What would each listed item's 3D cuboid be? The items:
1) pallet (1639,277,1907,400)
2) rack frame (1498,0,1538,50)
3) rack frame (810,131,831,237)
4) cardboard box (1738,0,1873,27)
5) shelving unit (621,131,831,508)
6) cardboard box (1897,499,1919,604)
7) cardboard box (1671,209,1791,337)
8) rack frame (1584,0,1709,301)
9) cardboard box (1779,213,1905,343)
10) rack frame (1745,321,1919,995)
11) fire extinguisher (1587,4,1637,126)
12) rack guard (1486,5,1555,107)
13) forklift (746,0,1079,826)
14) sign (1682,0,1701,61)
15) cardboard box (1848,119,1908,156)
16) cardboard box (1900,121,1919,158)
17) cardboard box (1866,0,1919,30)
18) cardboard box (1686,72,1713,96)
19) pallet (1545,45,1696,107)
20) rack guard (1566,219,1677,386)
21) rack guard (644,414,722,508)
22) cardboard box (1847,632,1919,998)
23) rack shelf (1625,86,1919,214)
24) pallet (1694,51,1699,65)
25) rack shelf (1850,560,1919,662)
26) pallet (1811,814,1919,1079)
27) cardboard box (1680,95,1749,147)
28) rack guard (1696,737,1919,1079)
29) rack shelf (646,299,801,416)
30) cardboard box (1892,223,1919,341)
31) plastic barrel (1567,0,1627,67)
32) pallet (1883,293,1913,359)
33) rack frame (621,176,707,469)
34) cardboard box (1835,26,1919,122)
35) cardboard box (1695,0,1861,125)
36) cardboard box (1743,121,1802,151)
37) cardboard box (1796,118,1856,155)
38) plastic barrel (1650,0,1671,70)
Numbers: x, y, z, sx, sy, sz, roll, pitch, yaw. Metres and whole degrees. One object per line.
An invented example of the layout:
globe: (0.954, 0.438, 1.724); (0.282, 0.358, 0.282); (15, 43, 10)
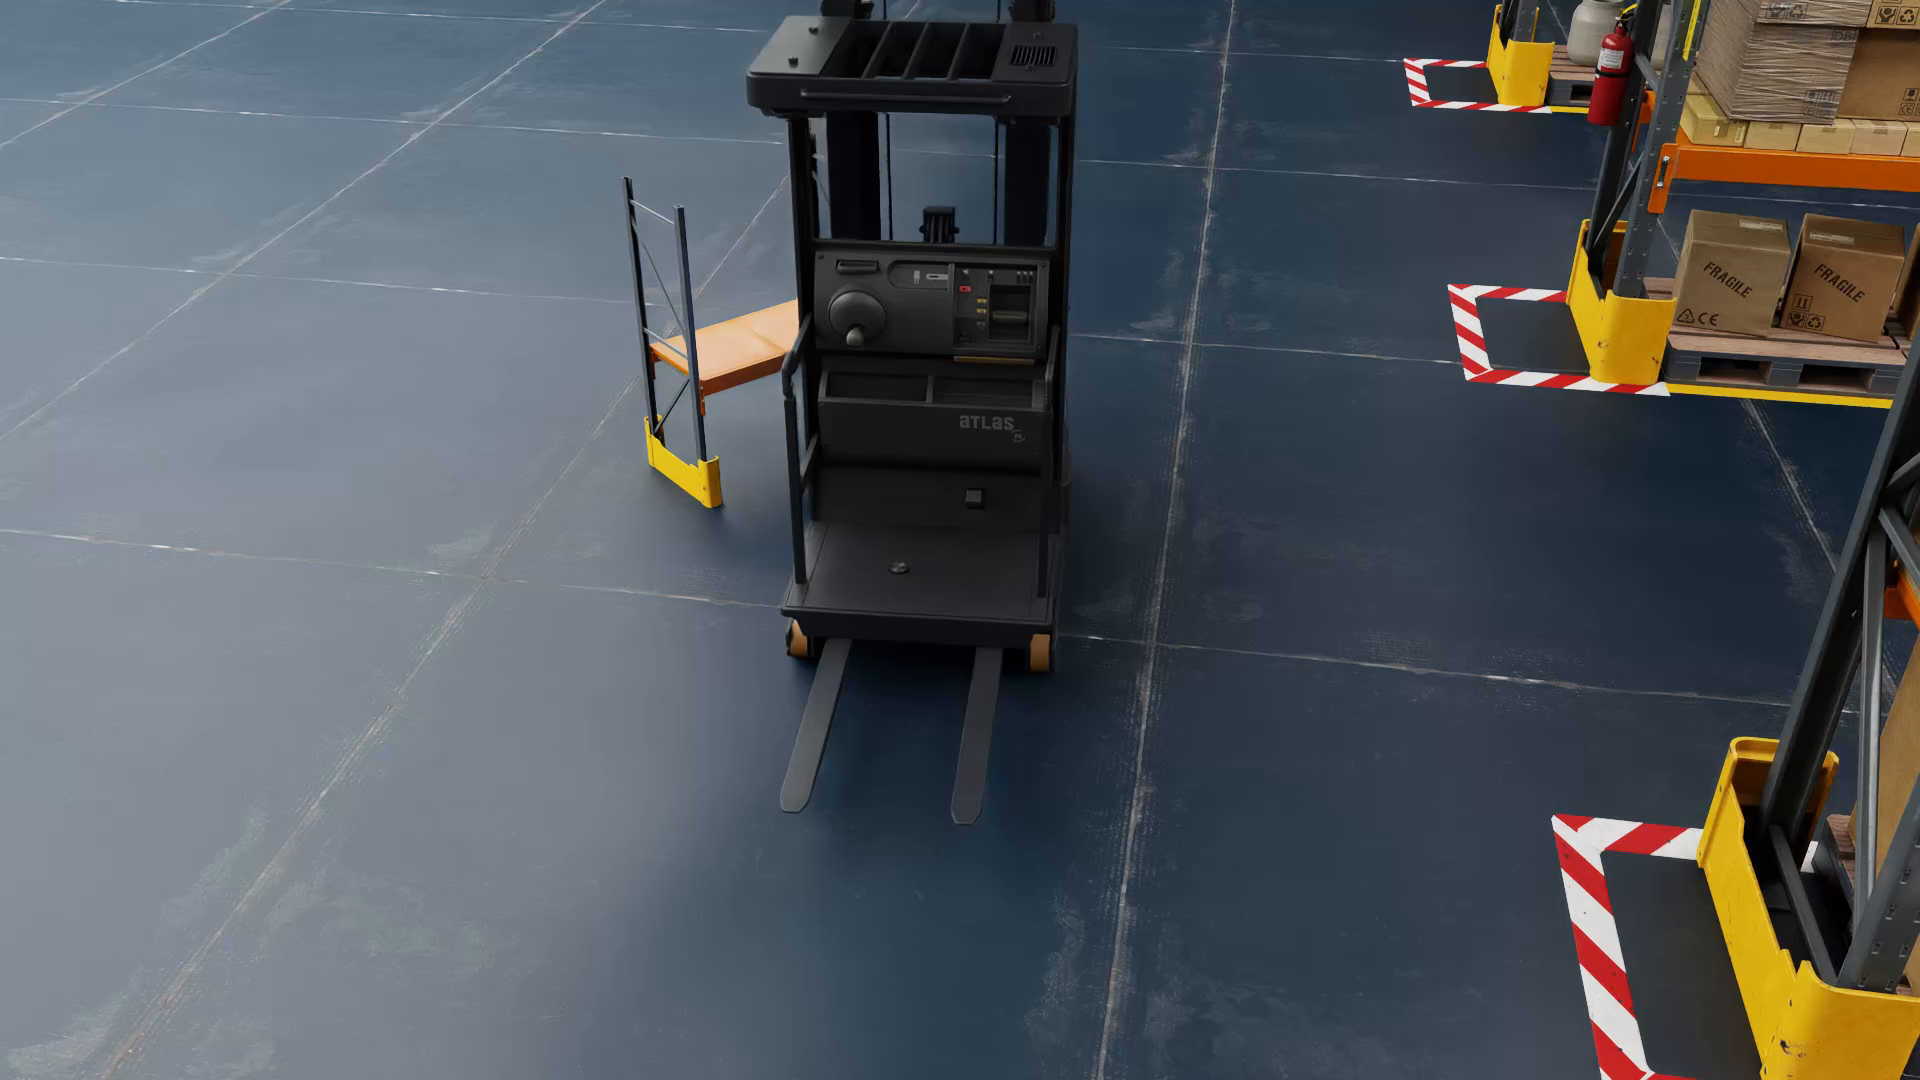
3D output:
pallet: (4.542, -1.157, 9.400); (1.213, 0.211, 1.003); (5, 32, 8)
rack frame: (4.505, -5.027, 12.955); (0.127, 3.000, 1.000); (5, 32, 8)
rack frame: (-0.581, -1.252, 8.337); (0.032, 1.500, 0.500); (-23, 39, -32)
cardboard box: (4.168, -2.838, 8.139); (0.500, 0.500, 0.500); (5, 32, 8)
shelving unit: (-0.969, -1.086, 8.071); (1.083, 1.500, 0.587); (-23, 39, -32)
cardboard box: (3.111, 0.094, 4.631); (0.550, 0.550, 0.875); (5, 32, 8)
cardboard box: (4.285, -1.491, 9.265); (0.500, 0.500, 0.500); (11, 34, 17)
rack frame: (3.672, -2.437, 8.816); (0.127, 3.000, 1.000); (5, 32, 8)
cardboard box: (4.880, -1.455, 9.208); (0.500, 0.500, 0.500); (14, 35, 21)
rack frame: (2.738, 0.148, 4.686); (0.127, 3.000, 1.000); (5, 32, 8)
fire extinguisher: (3.637, -2.655, 9.238); (0.183, 0.674, 0.296); (5, 32, 8)
rack guard: (4.588, -3.986, 13.646); (0.348, 0.500, 1.175); (5, 32, 8)
forklift: (-0.133, -0.885, 6.402); (1.130, 2.935, 3.031); (3, 32, 5)
sign: (3.581, -2.520, 8.133); (0.005, 0.325, 0.100); (5, 32, 8)
cardboard box: (4.650, -2.106, 8.525); (0.250, 0.149, 0.380); (5, 32, 8)
cardboard box: (4.895, -2.080, 8.483); (0.250, 0.149, 0.380); (5, 32, 8)
cardboard box: (4.660, -2.789, 8.062); (0.500, 0.500, 0.500); (5, 32, 8)
cardboard box: (3.988, -2.413, 9.015); (0.250, 0.149, 0.380); (5, 32, 8)
pallet: (5.388, -3.788, 13.603); (1.213, 0.211, 1.003); (5, 32, 8)
rack guard: (3.747, -1.371, 9.469); (0.348, 0.500, 1.175); (5, 32, 8)
rack guard: (-1.357, -0.390, 8.137); (0.087, 0.250, 0.587); (-23, 39, -32)
cardboard box: (3.418, 0.897, 5.097); (0.875, 0.875, 0.875); (5, 32, 8)
rack shelf: (5.644, -1.953, 8.722); (4.000, 0.370, 1.077); (5, 32, 8)
pallet: (6.587, -3.678, 13.427); (1.213, 0.211, 1.003); (5, 32, 8)
rack shelf: (4.710, 0.632, 4.592); (4.000, 0.370, 1.077); (5, 32, 8)
pallet: (3.539, 1.361, 5.377); (1.213, 0.211, 1.003); (5, 32, 8)
cardboard box: (3.913, -2.180, 8.643); (0.250, 0.149, 0.380); (5, 32, 8)
rack guard: (2.714, 1.206, 5.353); (0.348, 0.500, 1.175); (5, 32, 8)
rack shelf: (-0.976, -0.930, 8.161); (1.000, 0.185, 0.538); (-23, 39, -32)
cardboard box: (5.494, -1.390, 9.103); (0.500, 0.500, 0.500); (8, 33, 13)
plastic barrel: (5.167, -4.132, 13.473); (0.421, 0.512, 0.421); (0, 32, 0)
pallet: (5.741, -1.047, 9.224); (1.213, 0.211, 1.003); (5, 32, 8)
rack frame: (-1.372, -0.913, 7.795); (0.032, 1.500, 0.500); (-23, 39, -32)
cardboard box: (4.723, -2.560, 8.638); (0.500, 0.500, 0.875); (5, 32, 8)
cardboard box: (4.210, -2.542, 8.609); (0.500, 0.500, 0.875); (5, 32, 8)
cardboard box: (4.156, -2.148, 8.591); (0.250, 0.149, 0.380); (5, 32, 8)
cardboard box: (4.400, -2.118, 8.543); (0.250, 0.149, 0.380); (5, 32, 8)
plastic barrel: (5.661, -4.087, 13.402); (0.421, 0.512, 0.421); (0, 32, 0)
